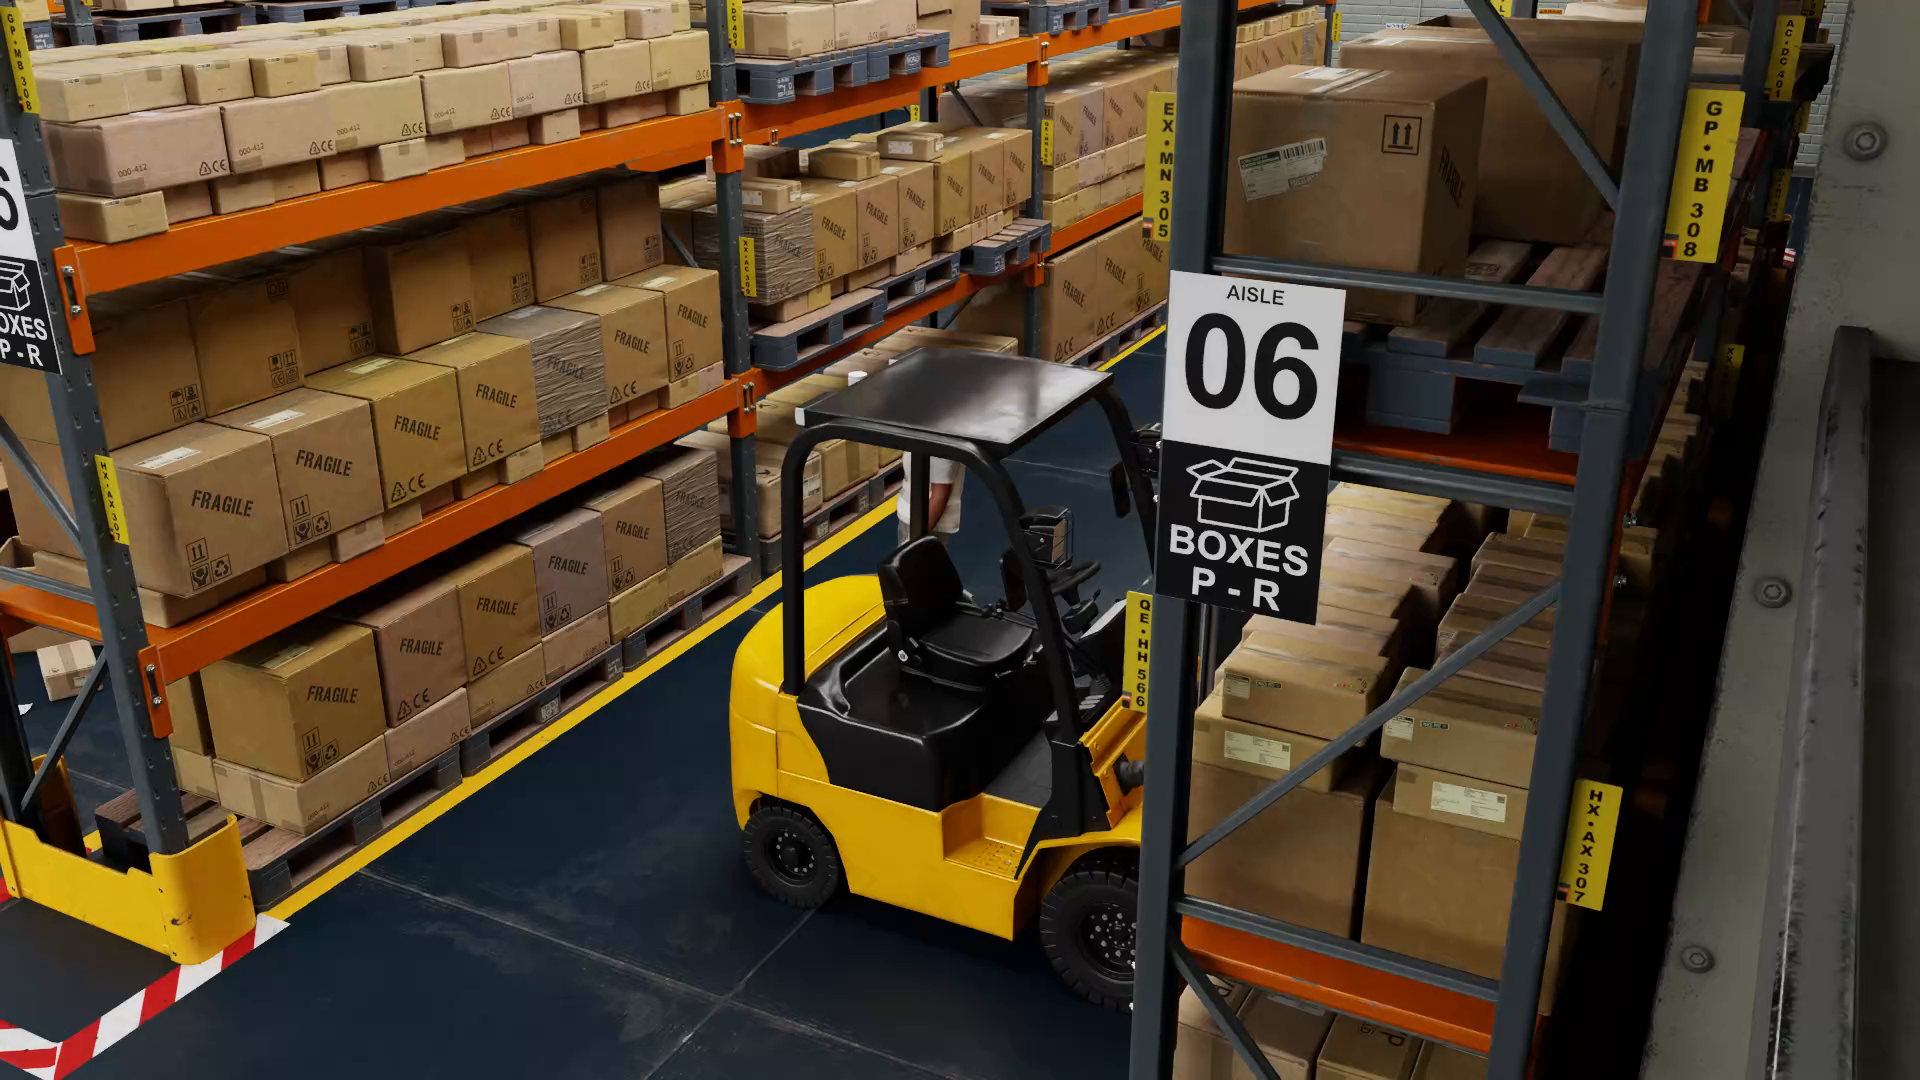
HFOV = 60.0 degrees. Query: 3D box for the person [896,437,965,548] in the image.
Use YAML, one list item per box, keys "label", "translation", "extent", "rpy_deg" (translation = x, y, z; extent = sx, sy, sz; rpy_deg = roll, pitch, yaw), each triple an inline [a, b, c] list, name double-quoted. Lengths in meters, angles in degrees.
- label: "person"
  translation: [-0.249, -0.104, 8.501]
  extent: [0.577, 1.777, 0.656]
  rpy_deg: [-1, 23, -2]
